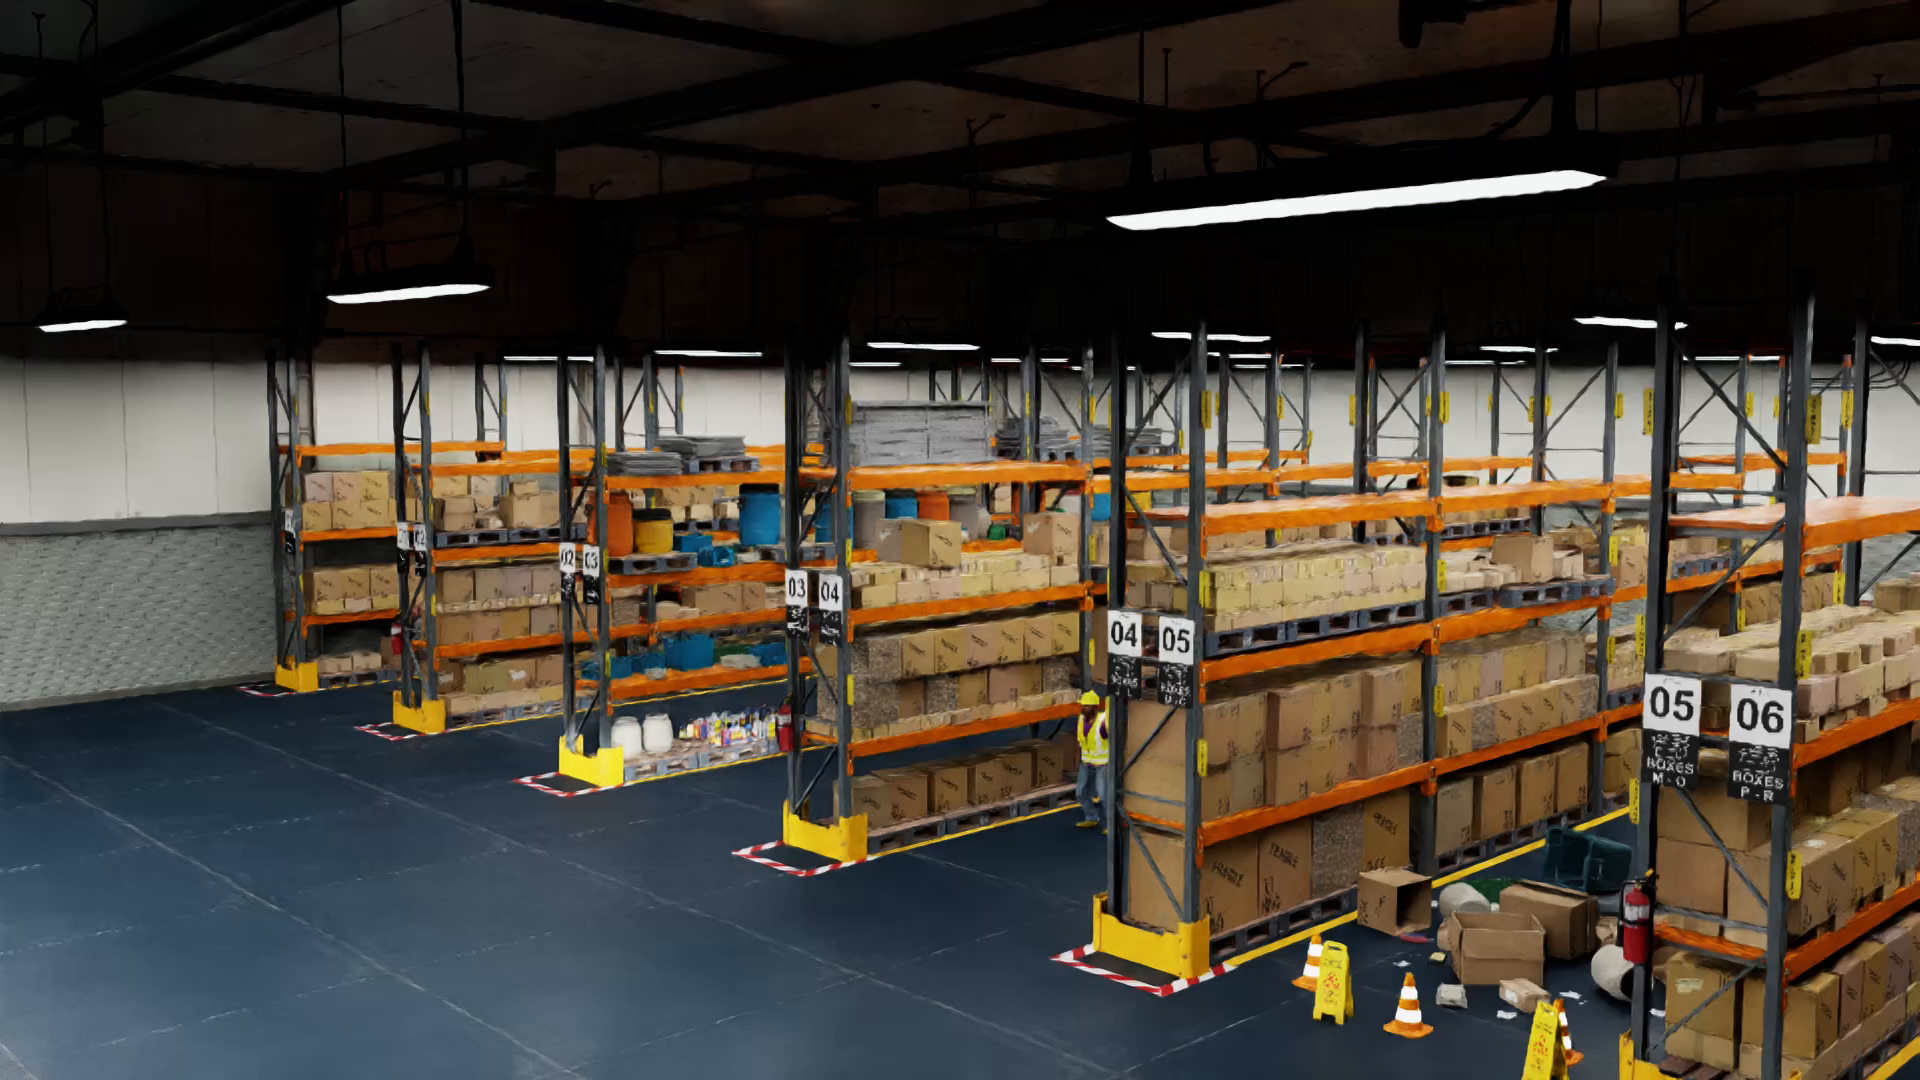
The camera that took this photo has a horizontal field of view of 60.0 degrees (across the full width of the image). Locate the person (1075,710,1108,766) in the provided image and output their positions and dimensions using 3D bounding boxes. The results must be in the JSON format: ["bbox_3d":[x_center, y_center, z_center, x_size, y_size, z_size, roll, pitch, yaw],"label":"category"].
[{"bbox_3d":[1.599,2.320,19.601,0.690,0.659,0.393,5,7,44],"label":"person"}]

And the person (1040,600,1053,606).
[{"bbox_3d":[1.662,1.716,31.806,0.775,1.401,0.554,-4,6,-38],"label":"person"}]
